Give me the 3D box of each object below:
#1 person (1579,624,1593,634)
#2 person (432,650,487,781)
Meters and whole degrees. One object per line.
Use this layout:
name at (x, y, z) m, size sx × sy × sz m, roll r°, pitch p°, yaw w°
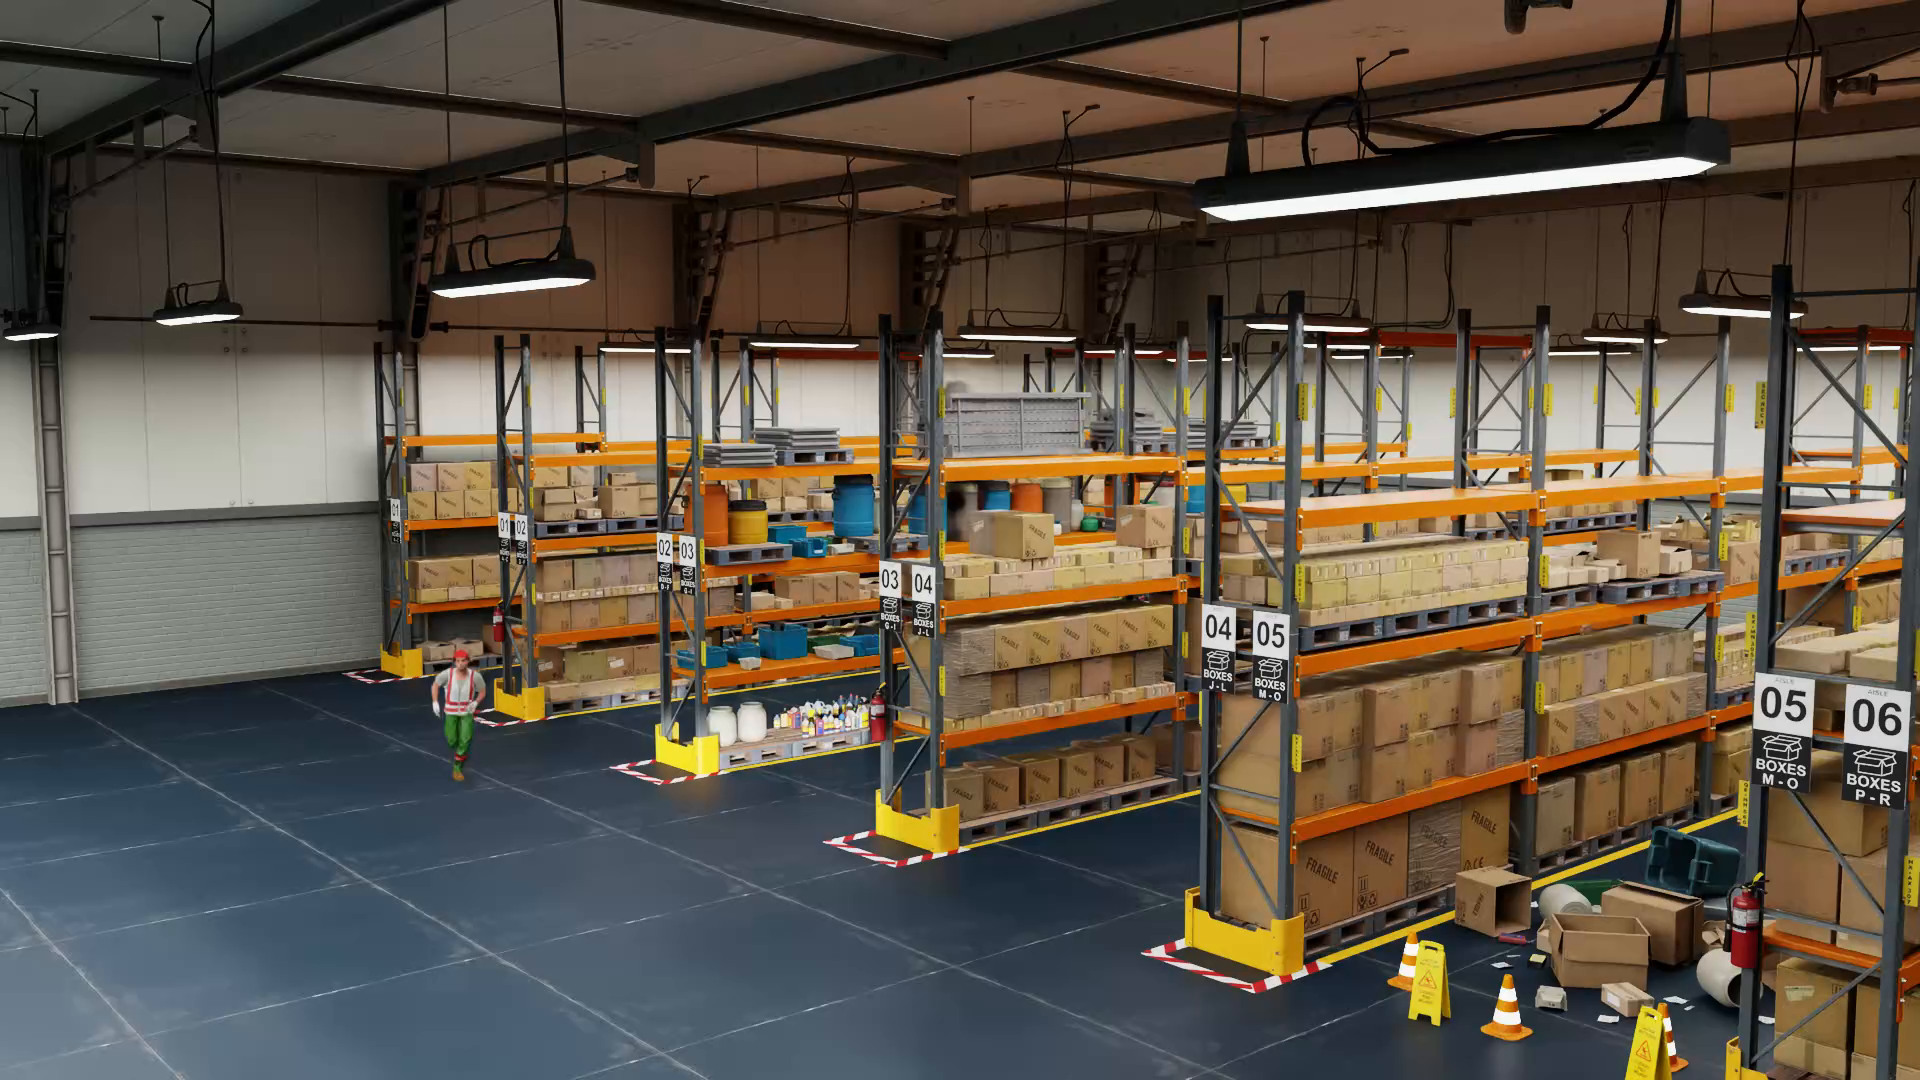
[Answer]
person at (9.099, 2.109, 24.215) m, size 0.674 × 1.758 × 0.950 m, roll 4°, pitch 7°, yaw 40°
person at (-6.651, 2.308, 22.102) m, size 0.703 × 1.734 × 0.709 m, roll -1°, pitch 5°, yaw -14°
